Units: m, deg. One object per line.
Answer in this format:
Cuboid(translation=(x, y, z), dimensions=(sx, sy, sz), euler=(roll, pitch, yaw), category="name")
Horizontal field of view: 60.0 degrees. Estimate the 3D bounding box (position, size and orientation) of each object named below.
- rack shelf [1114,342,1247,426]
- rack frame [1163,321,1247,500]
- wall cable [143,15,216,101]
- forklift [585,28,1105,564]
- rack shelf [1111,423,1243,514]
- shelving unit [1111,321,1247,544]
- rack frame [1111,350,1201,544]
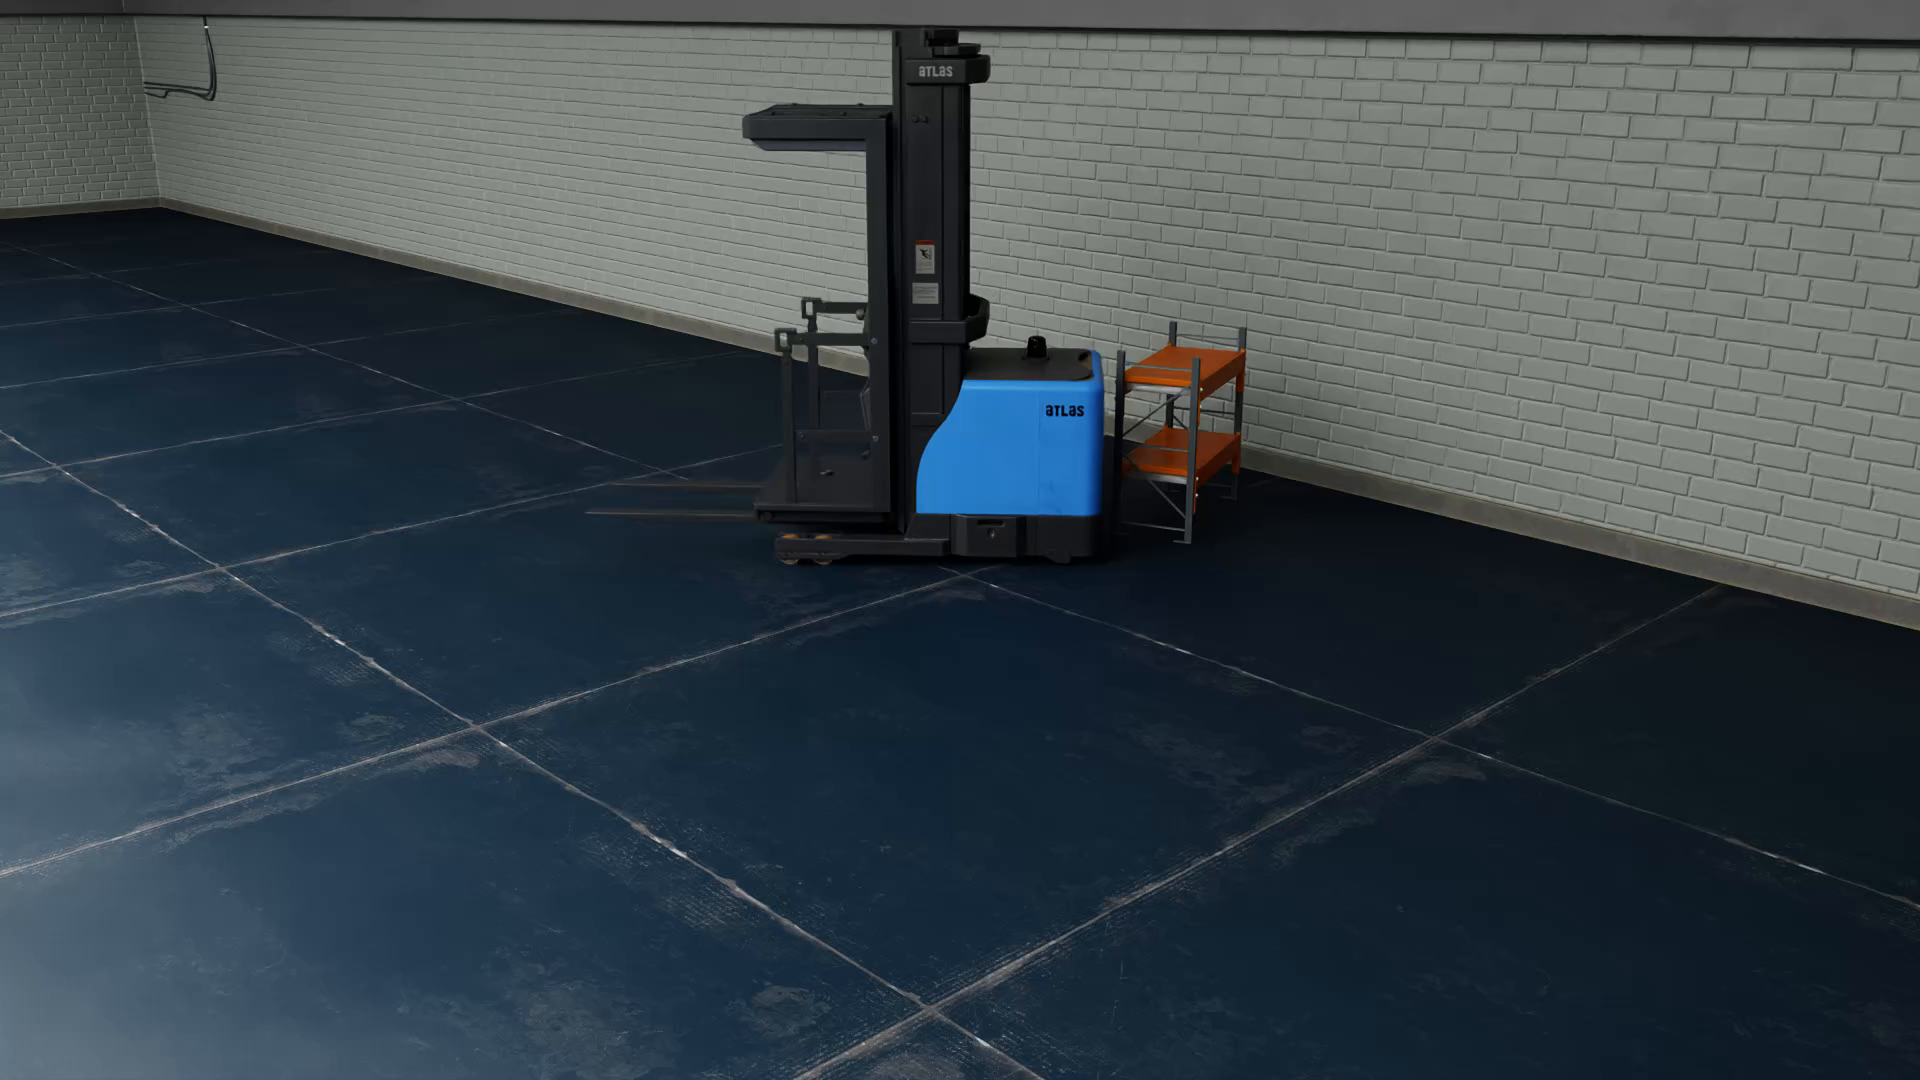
Cuboid(translation=(1.364, -0.967, 10.195), dimensions=(0.538, 0.278, 1.000), euler=(8, 20, 23), category="rack shelf")
Cuboid(translation=(1.573, -0.832, 10.726), dimensions=(0.500, 1.125, 0.032), euler=(8, 20, 23), category="rack frame")
Cuboid(translation=(-11.579, -7.710, 24.210), dimensions=(0.112, 2.526, 3.097), euler=(-16, 24, -41), category="wall cable")
Cuboid(translation=(-0.669, -1.416, 9.601), dimensions=(3.031, 2.935, 1.130), euler=(1, 18, 3), category="forklift")
Cuboid(translation=(1.364, -0.456, 10.360), dimensions=(0.538, 0.278, 1.000), euler=(8, 20, 23), category="rack shelf")
Cuboid(translation=(1.364, -0.689, 10.285), dimensions=(0.538, 1.125, 1.048), euler=(8, 20, 23), category="shelving unit")
Cuboid(translation=(1.155, -0.546, 9.844), dimensions=(0.500, 1.125, 0.032), euler=(8, 20, 23), category="rack frame")
